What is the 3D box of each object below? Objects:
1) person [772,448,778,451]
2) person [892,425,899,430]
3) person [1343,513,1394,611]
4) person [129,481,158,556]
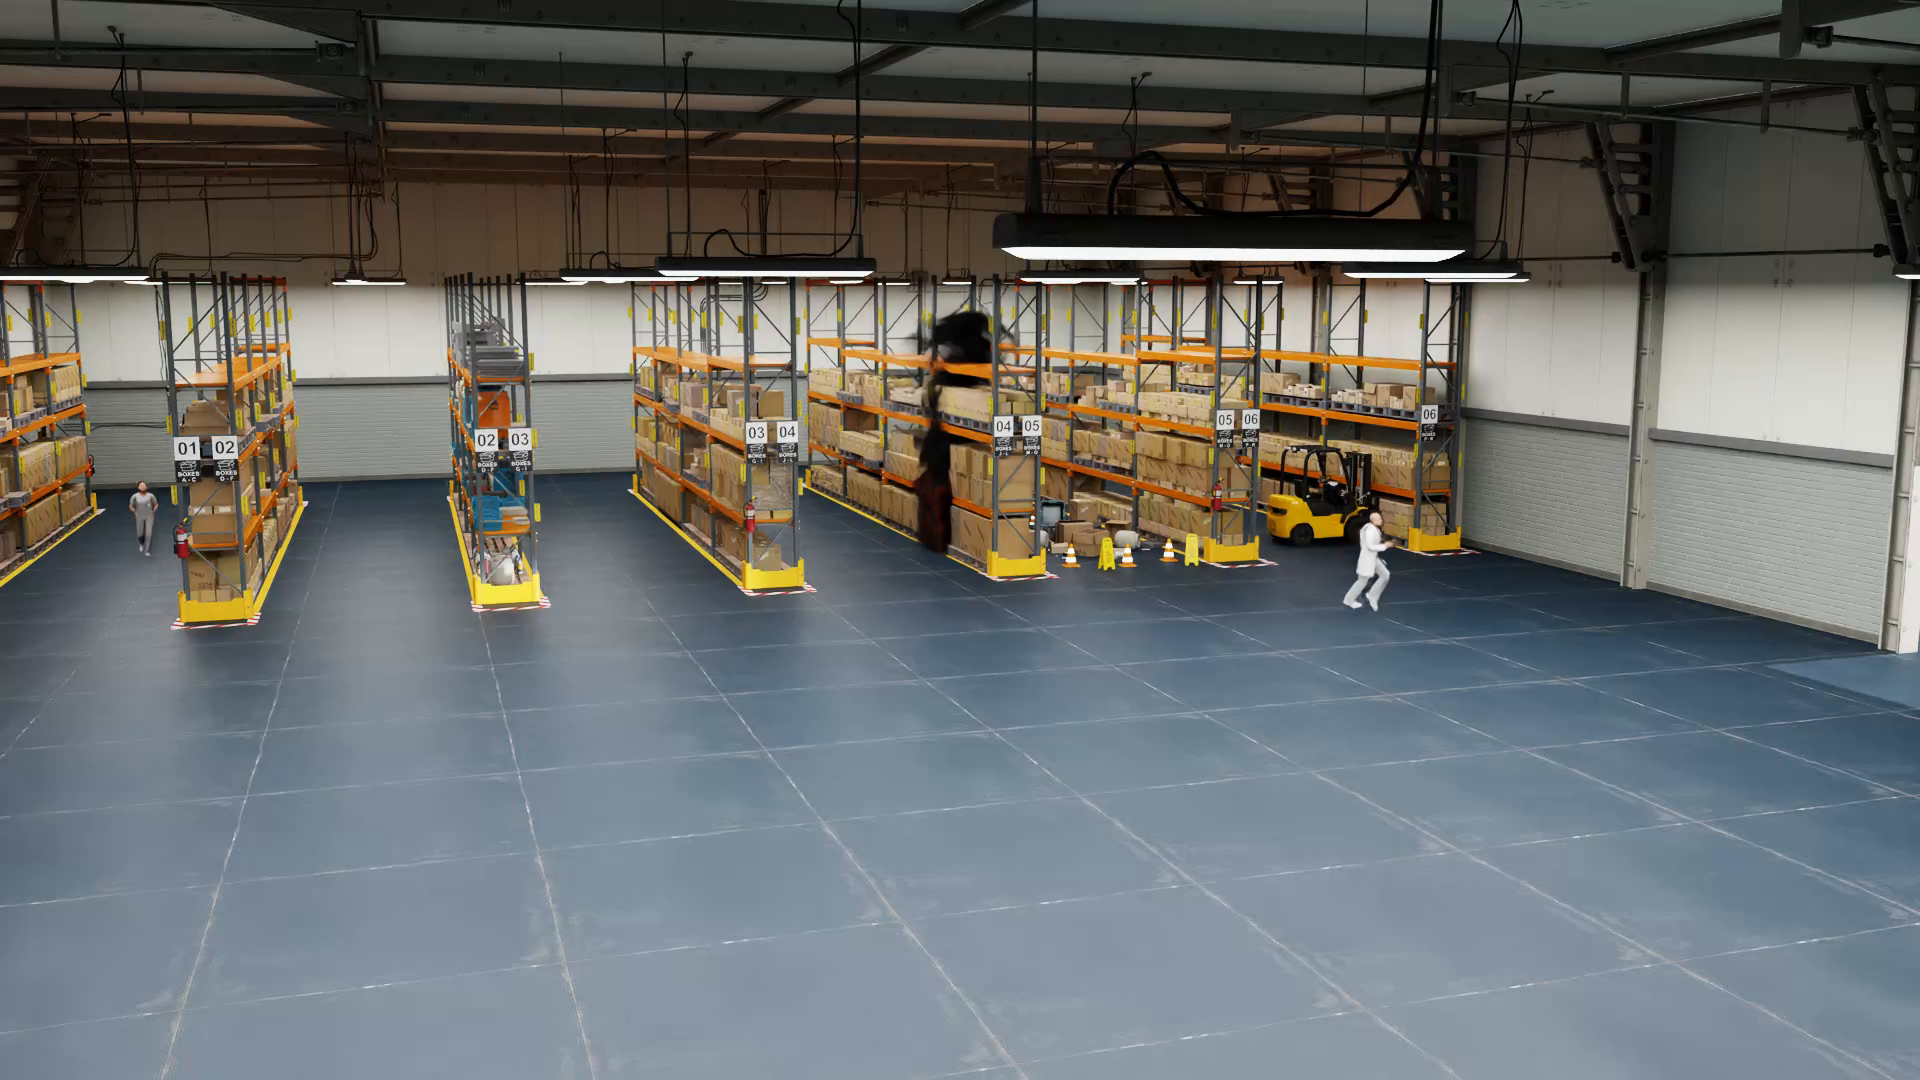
[{"bbox_3d":[-5.516,-2.231,47.539,0.704,1.631,0.916,-1,9,-6],"label":"person"},{"bbox_3d":[-1.980,-2.650,50.238,0.671,1.676,0.587,-3,9,-21],"label":"person"},{"bbox_3d":[7.299,0.390,29.662,0.893,1.781,0.751,4,10,26],"label":"person"},{"bbox_3d":[-17.538,-0.467,35.781,0.561,1.619,0.588,-5,10,-28],"label":"person"}]
